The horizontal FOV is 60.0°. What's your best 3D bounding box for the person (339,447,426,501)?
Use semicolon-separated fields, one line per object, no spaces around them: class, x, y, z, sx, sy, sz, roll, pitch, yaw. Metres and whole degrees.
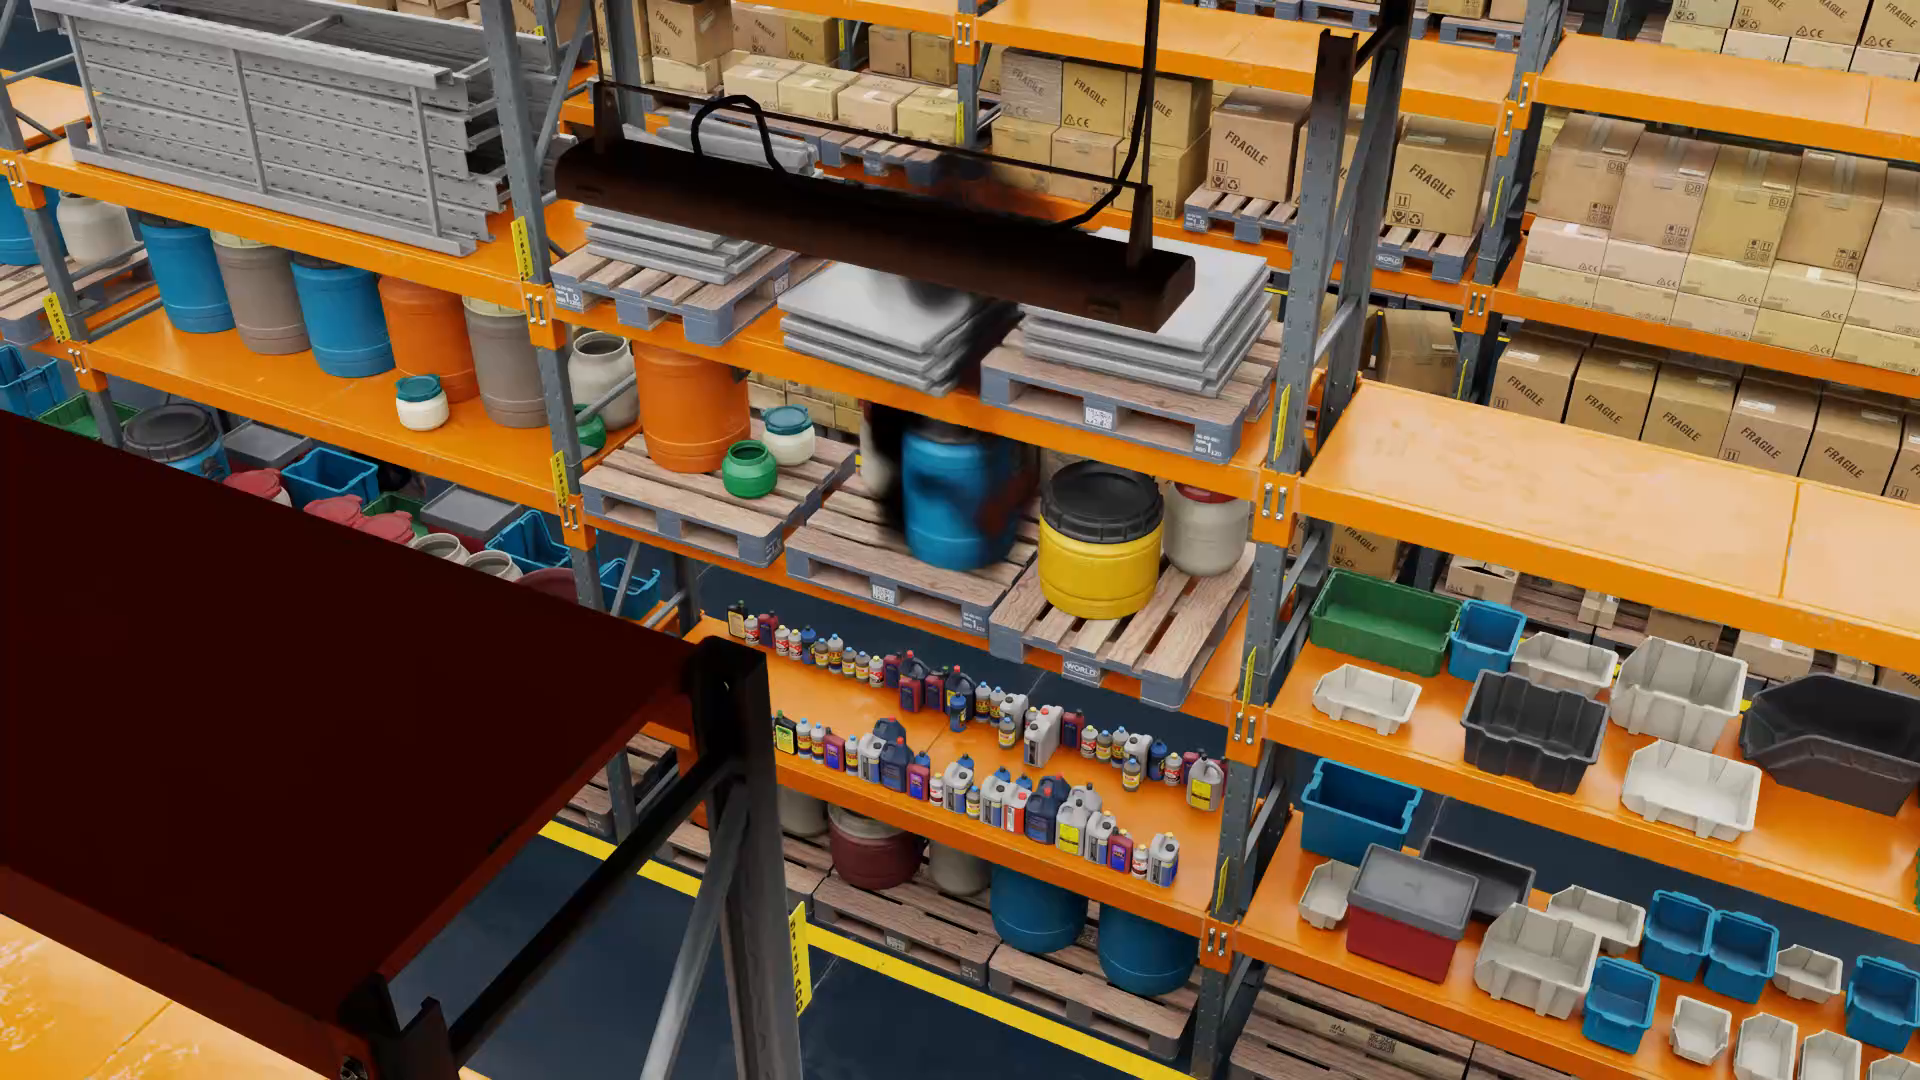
person;-4.388;-0.374;12.942;0.825;1.656;0.708;-2;35;-2
